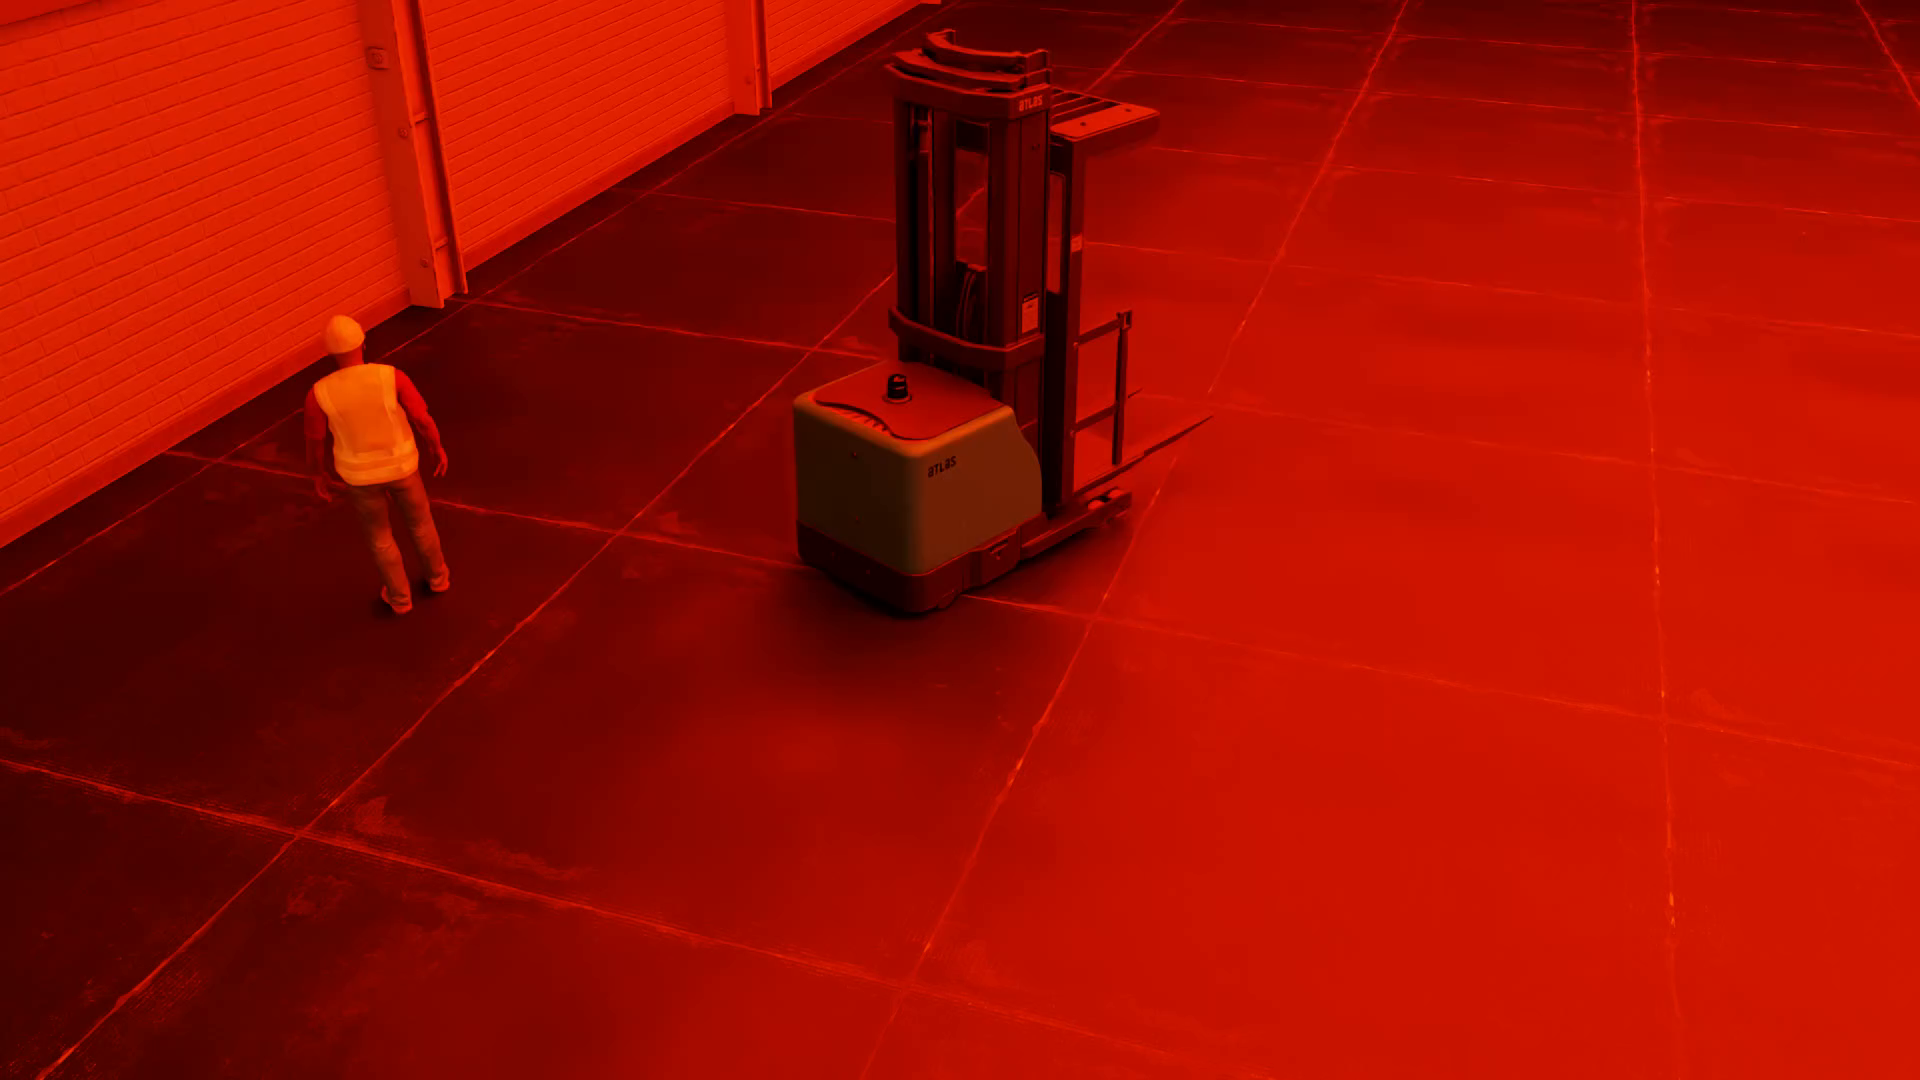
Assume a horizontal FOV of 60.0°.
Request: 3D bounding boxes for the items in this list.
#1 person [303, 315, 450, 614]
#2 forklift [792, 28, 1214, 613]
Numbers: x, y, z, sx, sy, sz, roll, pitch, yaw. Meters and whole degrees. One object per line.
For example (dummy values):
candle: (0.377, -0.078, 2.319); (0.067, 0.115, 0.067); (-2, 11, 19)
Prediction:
person: (-3.174, -0.432, 9.069); (0.708, 1.771, 0.568); (-12, 32, -20)
forklift: (0.420, -1.506, 9.778); (1.130, 2.935, 3.031); (25, 38, 37)
